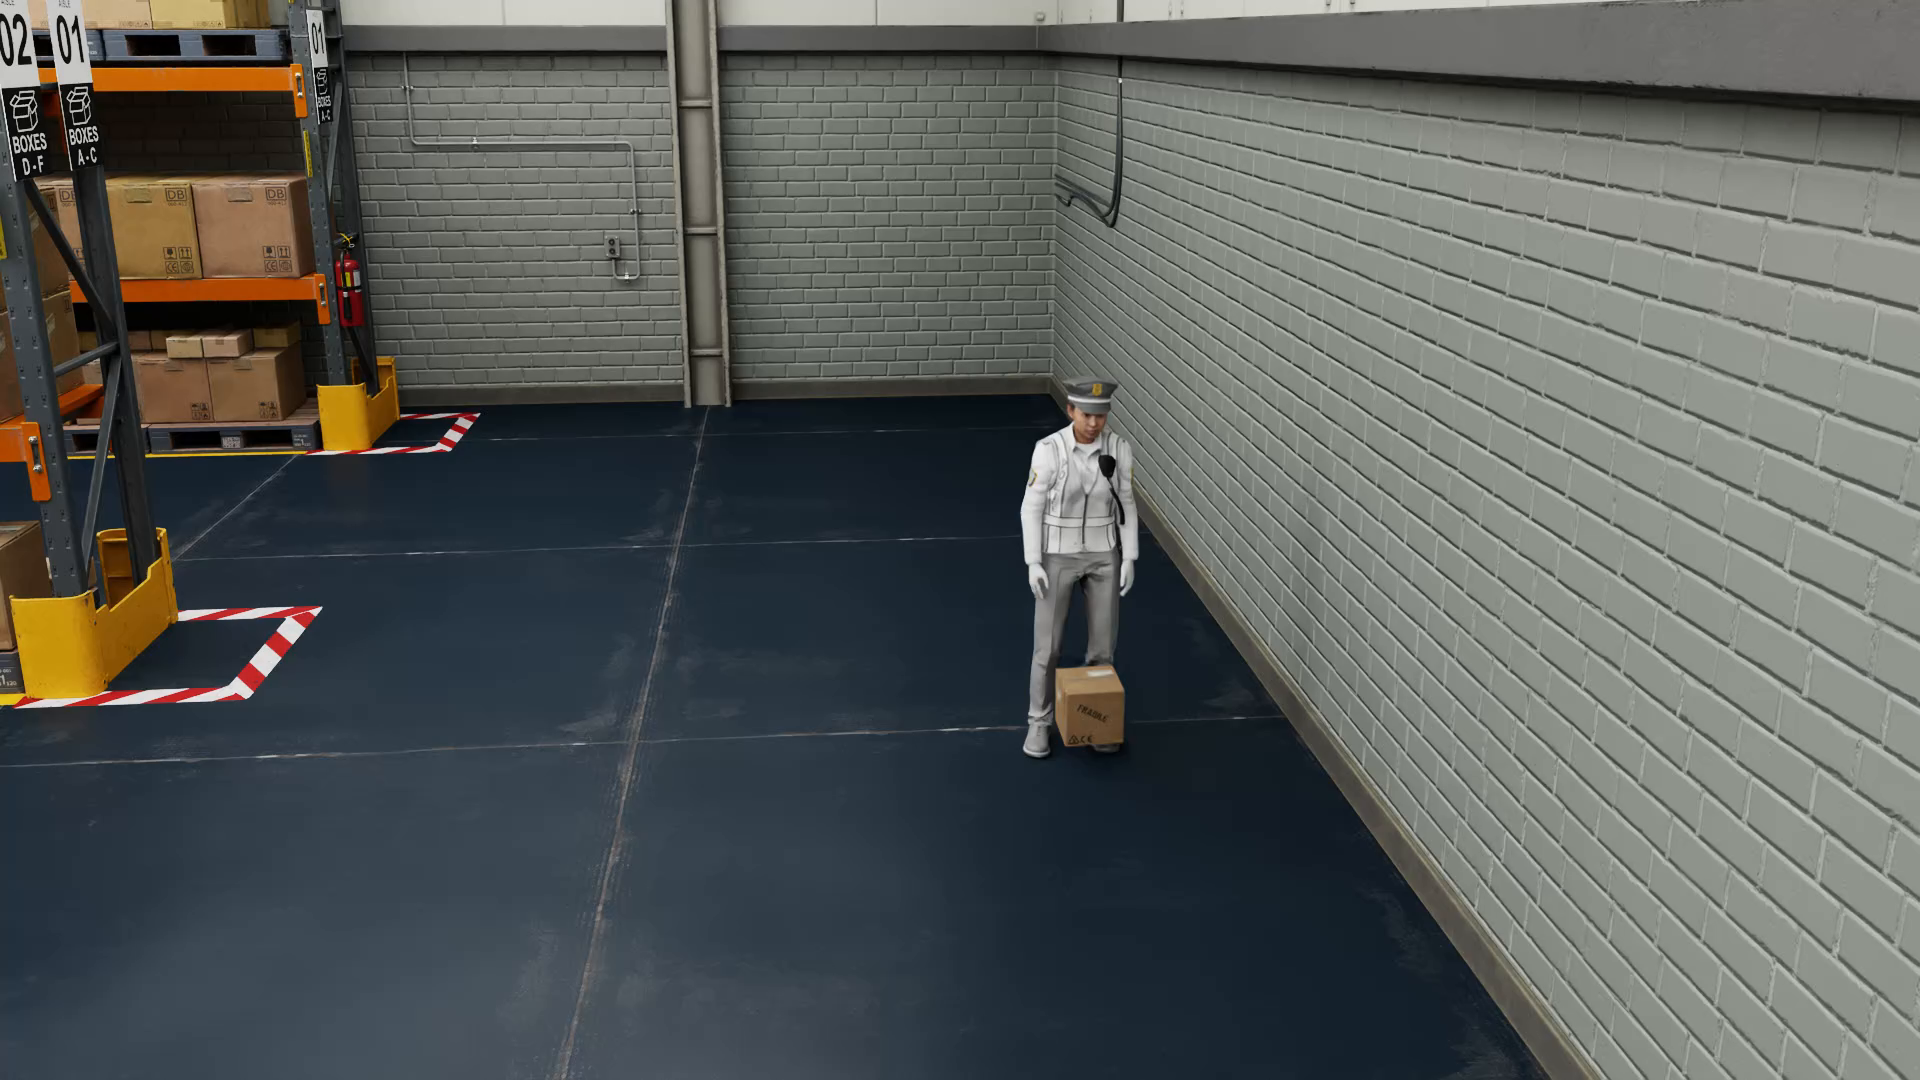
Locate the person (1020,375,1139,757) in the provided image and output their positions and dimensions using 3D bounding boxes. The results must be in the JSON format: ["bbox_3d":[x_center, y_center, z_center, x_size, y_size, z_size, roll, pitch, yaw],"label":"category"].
[{"bbox_3d":[0.519,0.102,7.194,0.512,1.666,0.358,-2,17,-7],"label":"person"}]
